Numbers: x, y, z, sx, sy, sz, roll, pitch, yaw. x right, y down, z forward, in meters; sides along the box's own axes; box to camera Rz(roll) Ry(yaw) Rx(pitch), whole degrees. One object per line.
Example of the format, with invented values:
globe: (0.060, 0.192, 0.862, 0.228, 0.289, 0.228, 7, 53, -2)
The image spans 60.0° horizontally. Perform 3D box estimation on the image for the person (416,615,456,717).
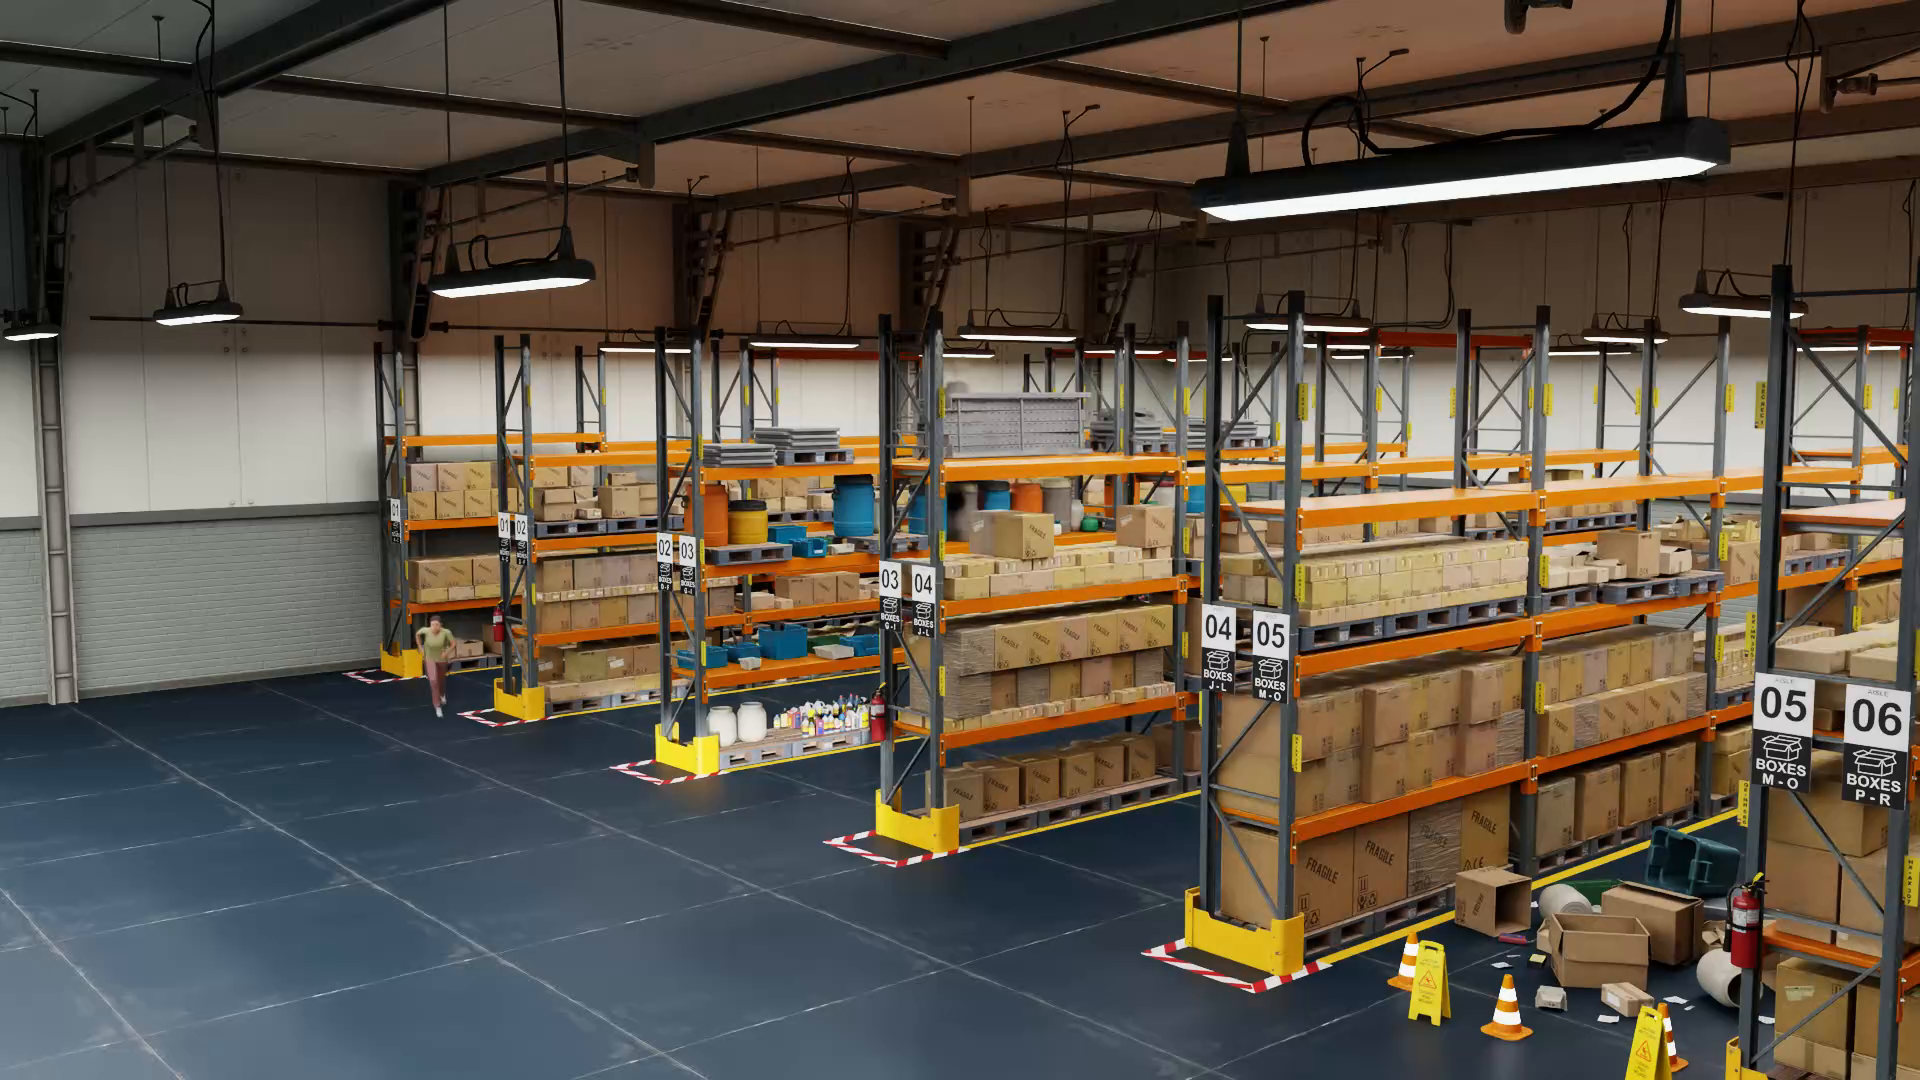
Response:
person: (-8.361, 1.970, 26.606, 0.615, 1.625, 1.003, -1, 5, -12)
